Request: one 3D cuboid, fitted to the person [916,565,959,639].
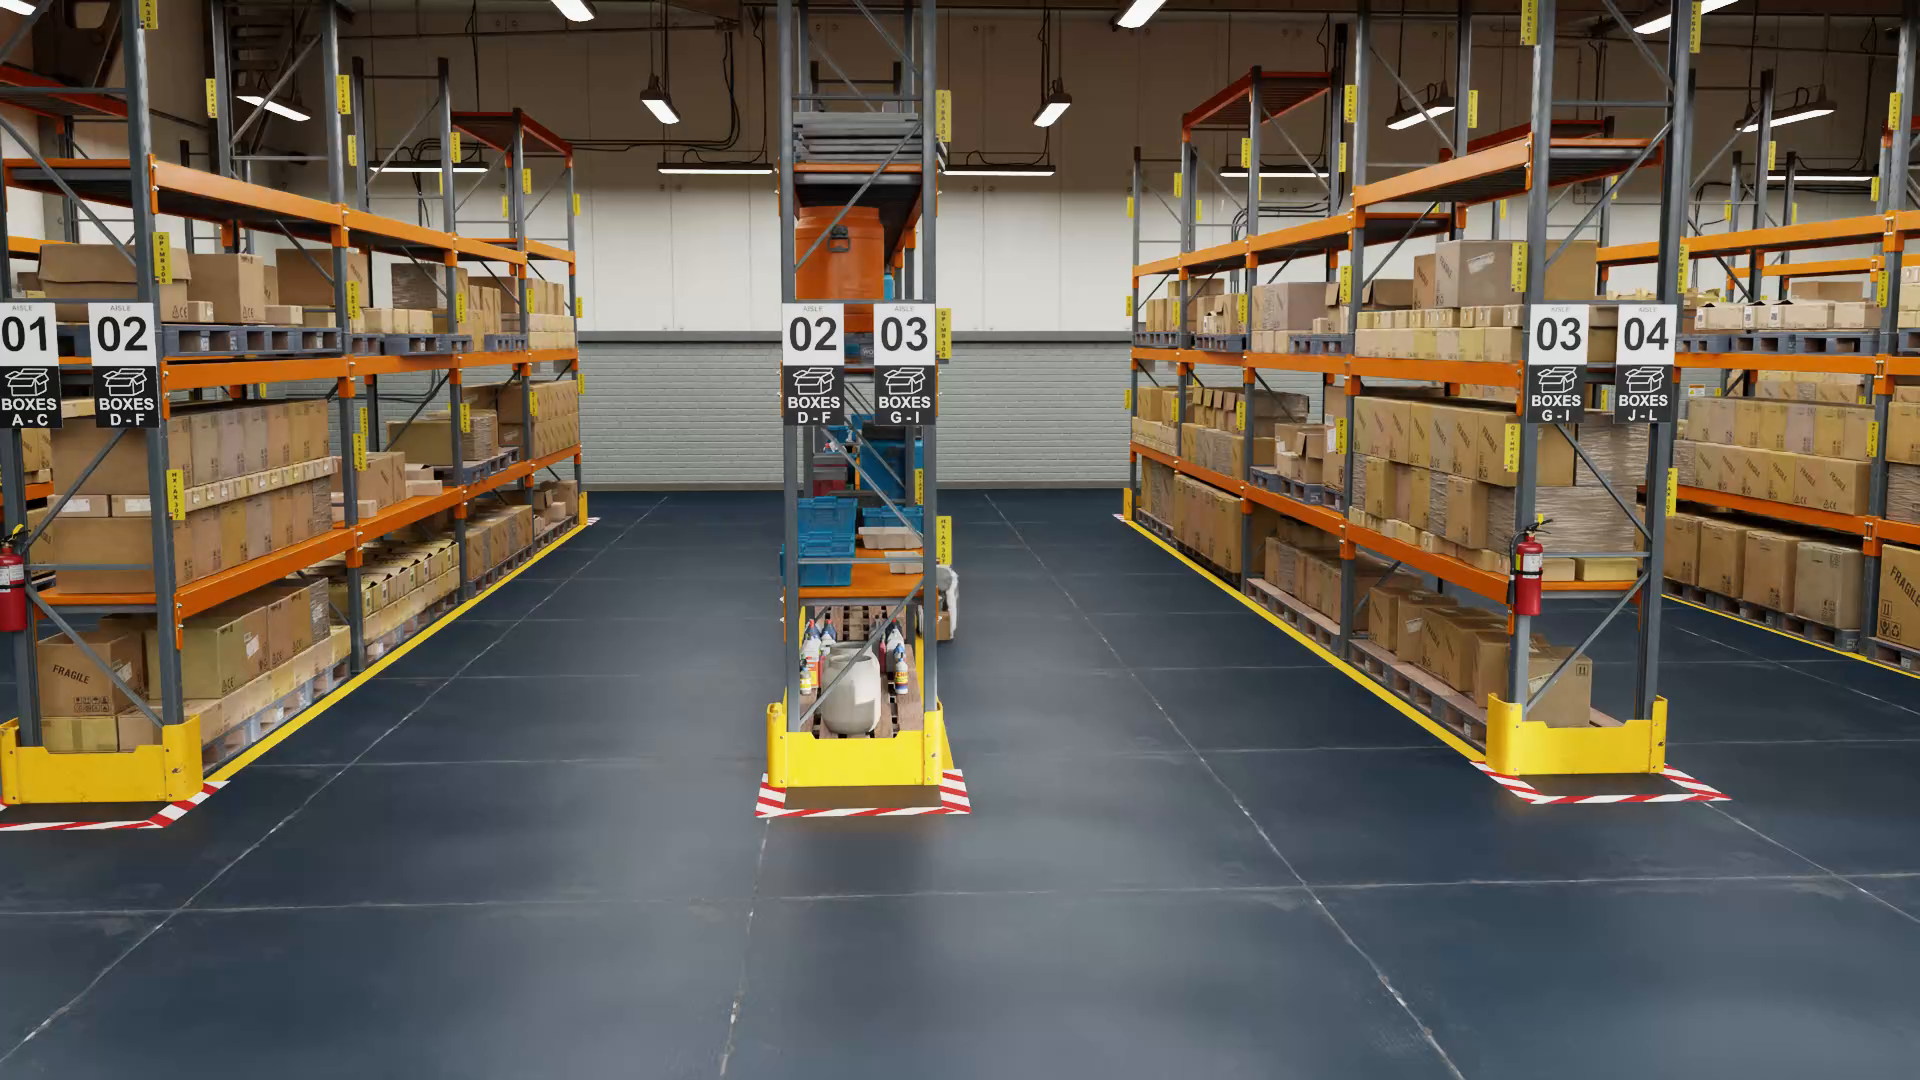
[{"bbox_3d":[-0.248,0.568,16.842,0.466,0.801,0.906,-1,7,-6],"label":"person"}]
